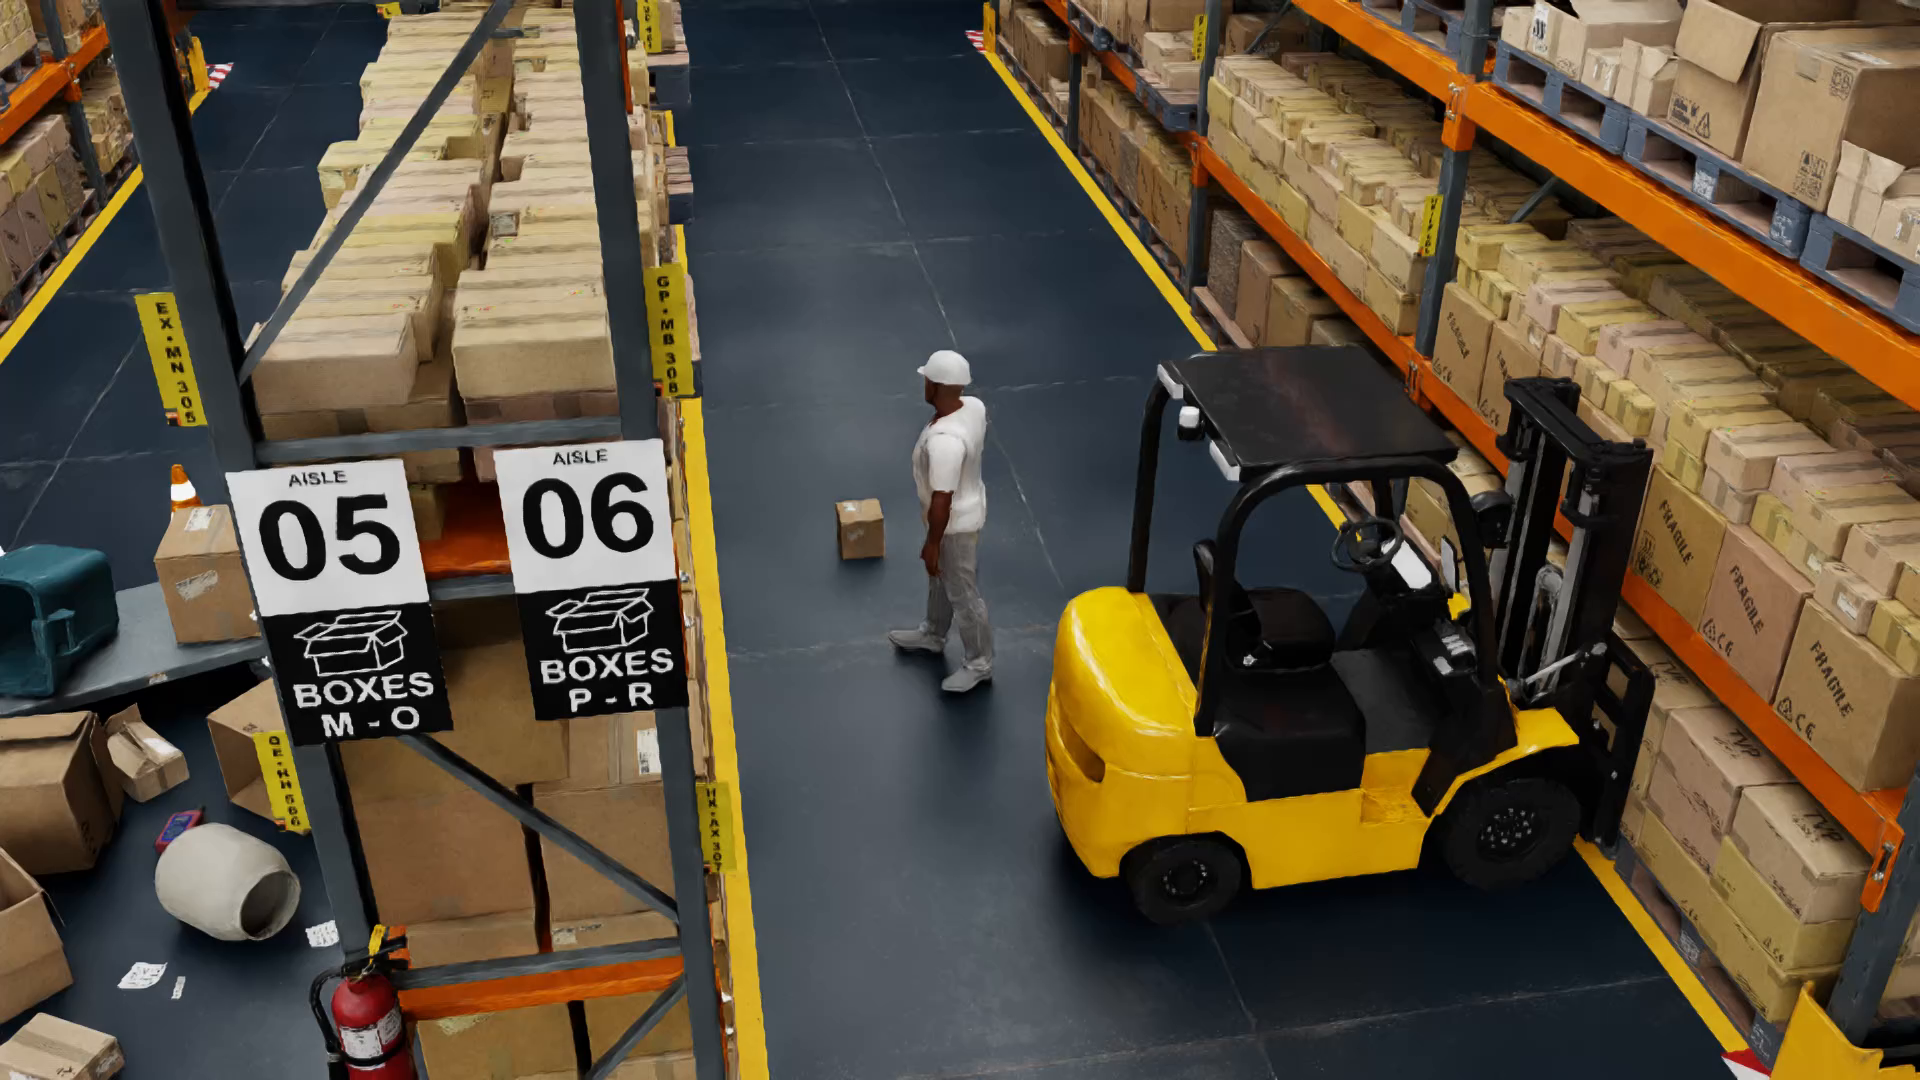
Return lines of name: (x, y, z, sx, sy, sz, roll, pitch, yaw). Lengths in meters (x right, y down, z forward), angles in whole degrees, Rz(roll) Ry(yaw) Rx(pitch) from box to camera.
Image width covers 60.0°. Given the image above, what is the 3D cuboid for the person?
person: (-0.100, -0.133, 8.295, 0.589, 1.764, 0.696, 3, 31, 5)
